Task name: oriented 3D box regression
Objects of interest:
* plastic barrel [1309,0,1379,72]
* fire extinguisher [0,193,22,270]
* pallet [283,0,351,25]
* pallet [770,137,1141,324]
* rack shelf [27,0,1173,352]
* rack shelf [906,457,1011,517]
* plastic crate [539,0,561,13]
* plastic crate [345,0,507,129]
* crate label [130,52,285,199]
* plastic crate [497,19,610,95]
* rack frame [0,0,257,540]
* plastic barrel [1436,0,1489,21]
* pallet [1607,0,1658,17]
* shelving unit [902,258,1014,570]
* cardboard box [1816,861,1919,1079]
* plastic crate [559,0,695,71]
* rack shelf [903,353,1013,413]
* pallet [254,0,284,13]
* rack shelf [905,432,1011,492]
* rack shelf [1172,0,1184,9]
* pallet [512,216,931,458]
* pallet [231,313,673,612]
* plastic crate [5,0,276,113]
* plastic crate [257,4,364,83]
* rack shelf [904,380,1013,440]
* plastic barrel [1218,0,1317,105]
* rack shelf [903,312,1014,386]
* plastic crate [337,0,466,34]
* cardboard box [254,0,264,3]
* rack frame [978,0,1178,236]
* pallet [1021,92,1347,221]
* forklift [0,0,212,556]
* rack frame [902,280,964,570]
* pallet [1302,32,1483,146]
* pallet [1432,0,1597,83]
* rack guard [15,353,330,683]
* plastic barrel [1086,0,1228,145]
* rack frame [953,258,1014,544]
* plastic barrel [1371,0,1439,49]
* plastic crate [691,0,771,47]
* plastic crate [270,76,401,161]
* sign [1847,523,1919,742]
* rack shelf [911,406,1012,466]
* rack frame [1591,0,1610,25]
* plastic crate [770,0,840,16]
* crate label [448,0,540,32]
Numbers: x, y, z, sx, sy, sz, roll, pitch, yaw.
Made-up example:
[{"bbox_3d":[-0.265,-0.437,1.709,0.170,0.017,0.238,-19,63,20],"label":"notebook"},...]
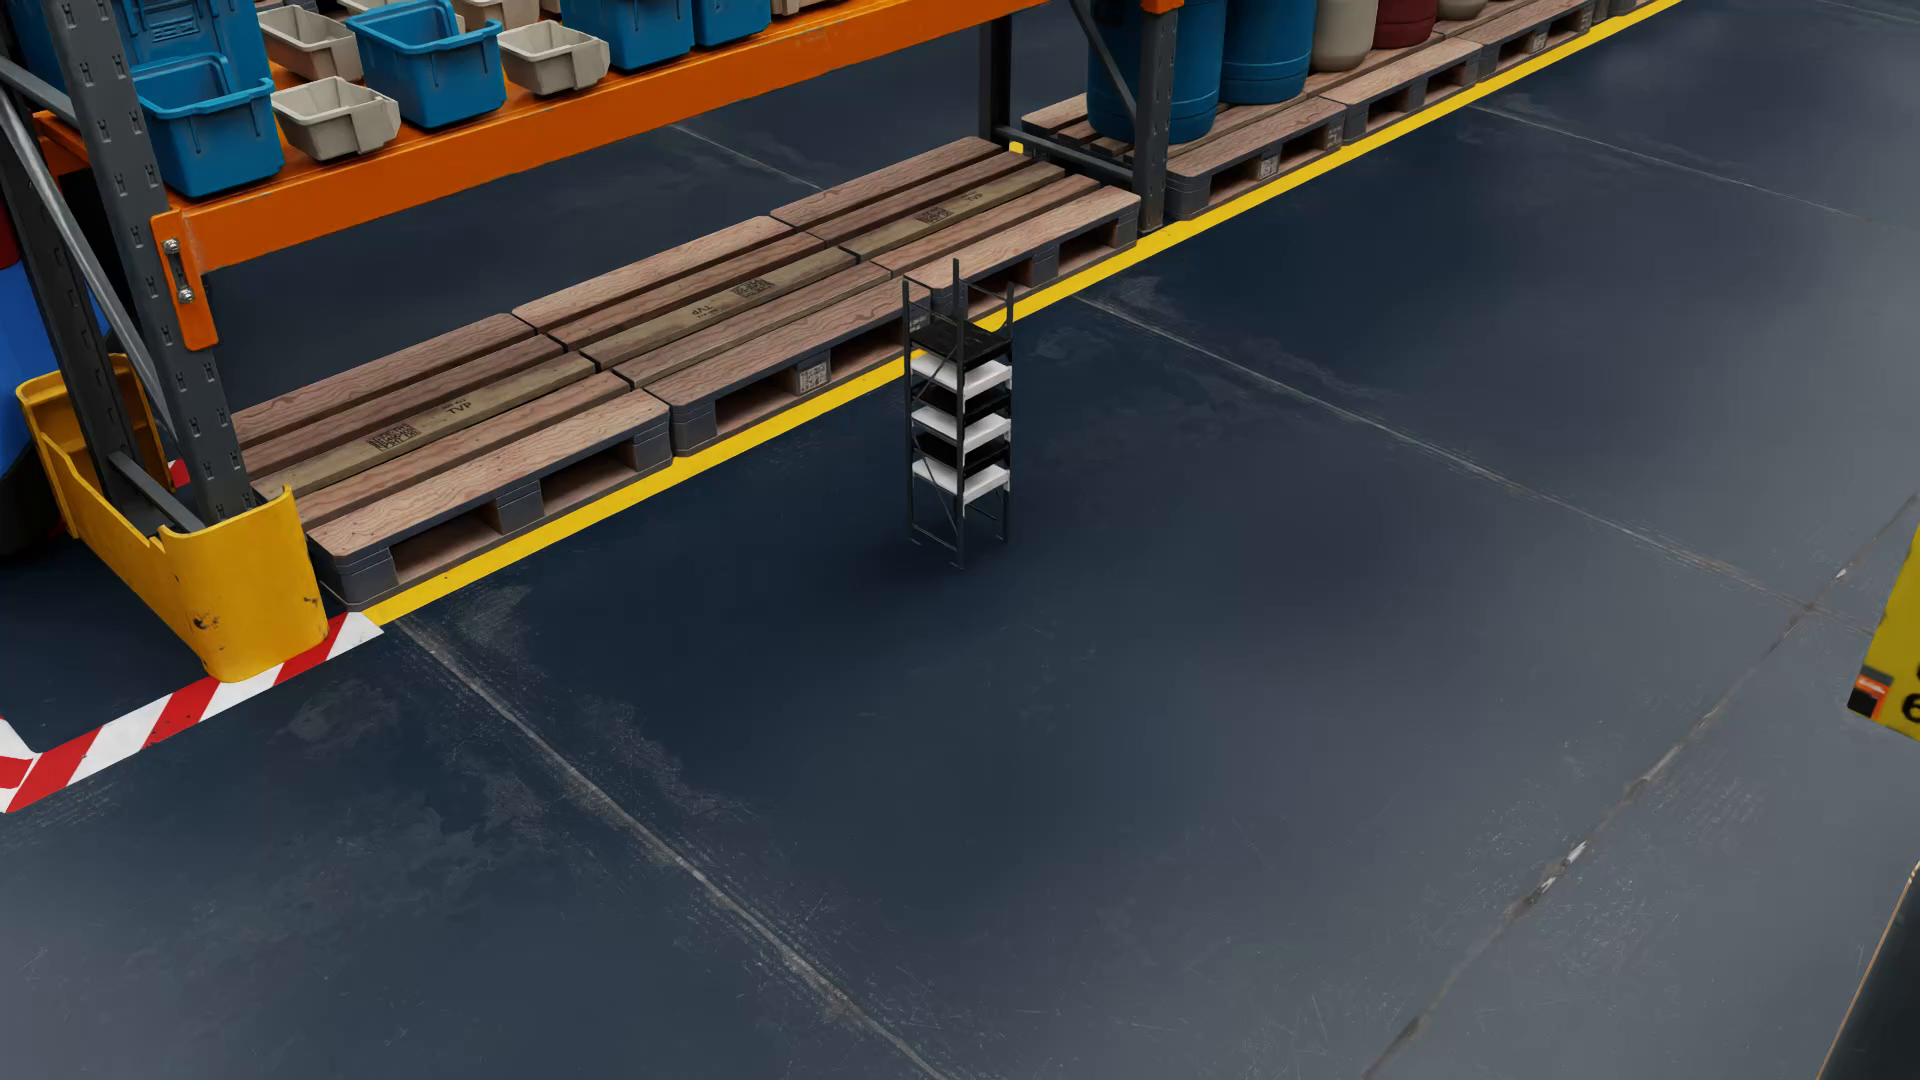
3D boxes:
[{"bbox_3d":[1.833,-2.602,8.167,0.421,0.512,0.421,0,35,0],"label":"plastic barrel"},{"bbox_3d":[-2.769,-1.069,4.555,0.296,0.674,0.183,30,45,35],"label":"fire extinguisher"},{"bbox_3d":[-3.629,-3.331,9.842,1.003,0.211,1.213,30,45,35],"label":"pallet"},{"bbox_3d":[-0.013,-1.298,6.927,1.003,0.211,1.213,30,45,35],"label":"pallet"},{"bbox_3d":[-0.932,-1.649,5.621,1.077,0.370,4.000,30,45,35],"label":"rack shelf"},{"bbox_3d":[-0.006,-0.191,5.110,0.258,0.077,0.200,30,45,35],"label":"rack shelf"},{"bbox_3d":[-1.306,-1.815,5.408,0.298,0.136,0.250,30,45,35],"label":"plastic crate"},{"bbox_3d":[-1.469,-1.323,4.619,0.416,0.233,0.300,30,45,35],"label":"plastic crate"},{"bbox_3d":[-1.933,-1.056,4.235,0.416,0.233,0.303,30,45,35],"label":"crate label"},{"bbox_3d":[-1.170,-1.388,4.797,0.250,0.136,0.298,30,45,35],"label":"plastic crate"},{"bbox_3d":[-2.341,-1.132,4.251,1.000,3.000,0.127,30,45,35],"label":"rack frame"},{"bbox_3d":[2.629,-3.061,8.824,0.421,0.512,0.421,0,35,0],"label":"plastic barrel"},{"bbox_3d":[3.869,-3.535,10.134,1.003,0.211,1.213,30,45,35],"label":"pallet"},{"bbox_3d":[-0.006,-0.366,4.988,0.258,0.900,0.210,30,45,35],"label":"shelving unit"},{"bbox_3d":[1.294,0.533,1.776,0.500,0.500,0.500,-28,44,-34],"label":"cardboard box"},{"bbox_3d":[-1.005,-1.590,5.002,0.416,0.233,0.300,30,45,35],"label":"plastic crate"},{"bbox_3d":[-0.006,-0.486,4.904,0.258,0.077,0.200,30,45,35],"label":"rack shelf"},{"bbox_3d":[-4.488,-2.834,9.129,1.003,0.211,1.213,30,45,35],"label":"pallet"},{"bbox_3d":[-0.006,-0.265,5.058,0.258,0.077,0.200,30,45,35],"label":"rack shelf"},{"bbox_3d":[1.887,-3.273,7.949,1.077,0.370,4.000,30,45,35],"label":"rack shelf"},{"bbox_3d":[-0.873,-0.800,6.213,1.003,0.211,1.213,30,45,35],"label":"pallet"},{"bbox_3d":[-1.732,-0.308,5.507,1.003,0.211,1.213,30,45,35],"label":"pallet"},{"bbox_3d":[-2.237,-1.383,4.527,0.616,0.435,0.499,30,45,35],"label":"plastic crate"},{"bbox_3d":[-1.895,-1.453,4.889,0.396,0.136,0.243,30,45,35],"label":"plastic crate"},{"bbox_3d":[-0.006,-0.412,4.955,0.258,0.077,0.200,30,45,35],"label":"rack shelf"},{"bbox_3d":[1.372,-2.569,7.779,0.600,0.901,0.708,30,45,35],"label":"plastic barrel"},{"bbox_3d":[-0.006,-0.560,4.852,0.258,0.077,0.200,30,45,35],"label":"rack shelf"},{"bbox_3d":[-1.680,-1.565,5.049,0.396,0.136,0.243,30,45,35],"label":"plastic crate"},{"bbox_3d":[-4.193,-3.452,9.068,0.875,0.875,0.875,30,45,35],"label":"cardboard box"},{"bbox_3d":[0.478,-2.756,6.580,1.000,3.000,0.127,30,45,35],"label":"rack frame"},{"bbox_3d":[1.051,-1.909,7.802,1.003,0.211,1.213,30,45,35],"label":"pallet"},{"bbox_3d":[-3.490,-1.933,5.460,1.130,2.935,3.031,-3,35,-4],"label":"forklift"},{"bbox_3d":[-0.077,-0.325,4.929,0.240,0.900,0.006,30,45,35],"label":"rack frame"},{"bbox_3d":[1.910,-2.406,8.516,1.003,0.211,1.213,30,45,35],"label":"pallet"},{"bbox_3d":[2.770,-2.899,9.223,1.003,0.211,1.213,30,45,35],"label":"pallet"},{"bbox_3d":[-2.348,-0.092,4.945,1.175,0.500,0.348,30,45,35],"label":"rack guard"},{"bbox_3d":[0.873,-2.282,7.366,0.600,0.901,0.708,30,45,35],"label":"plastic barrel"},{"bbox_3d":[0.066,-0.407,5.047,0.240,0.900,0.006,30,45,35],"label":"rack frame"},{"bbox_3d":[2.168,-2.899,8.526,0.600,0.588,0.708,30,45,35],"label":"plastic barrel"},{"bbox_3d":[-0.794,-1.712,5.177,0.416,0.233,0.300,30,45,35],"label":"plastic crate"},{"bbox_3d":[-1.648,-1.113,4.402,0.250,0.136,0.298,30,45,35],"label":"plastic crate"},{"bbox_3d":[0.792,0.029,1.297,0.100,0.325,0.005,30,45,35],"label":"sign"},{"bbox_3d":[-0.006,-0.338,5.007,0.258,0.077,0.200,30,45,35],"label":"rack shelf"},{"bbox_3d":[3.296,-4.380,8.908,1.000,3.000,0.127,30,45,35],"label":"rack frame"},{"bbox_3d":[-0.536,-1.844,5.451,0.293,0.136,0.466,30,45,35],"label":"plastic crate"},{"bbox_3d":[-1.501,-1.687,5.225,0.396,0.136,0.243,30,45,35],"label":"crate label"}]
